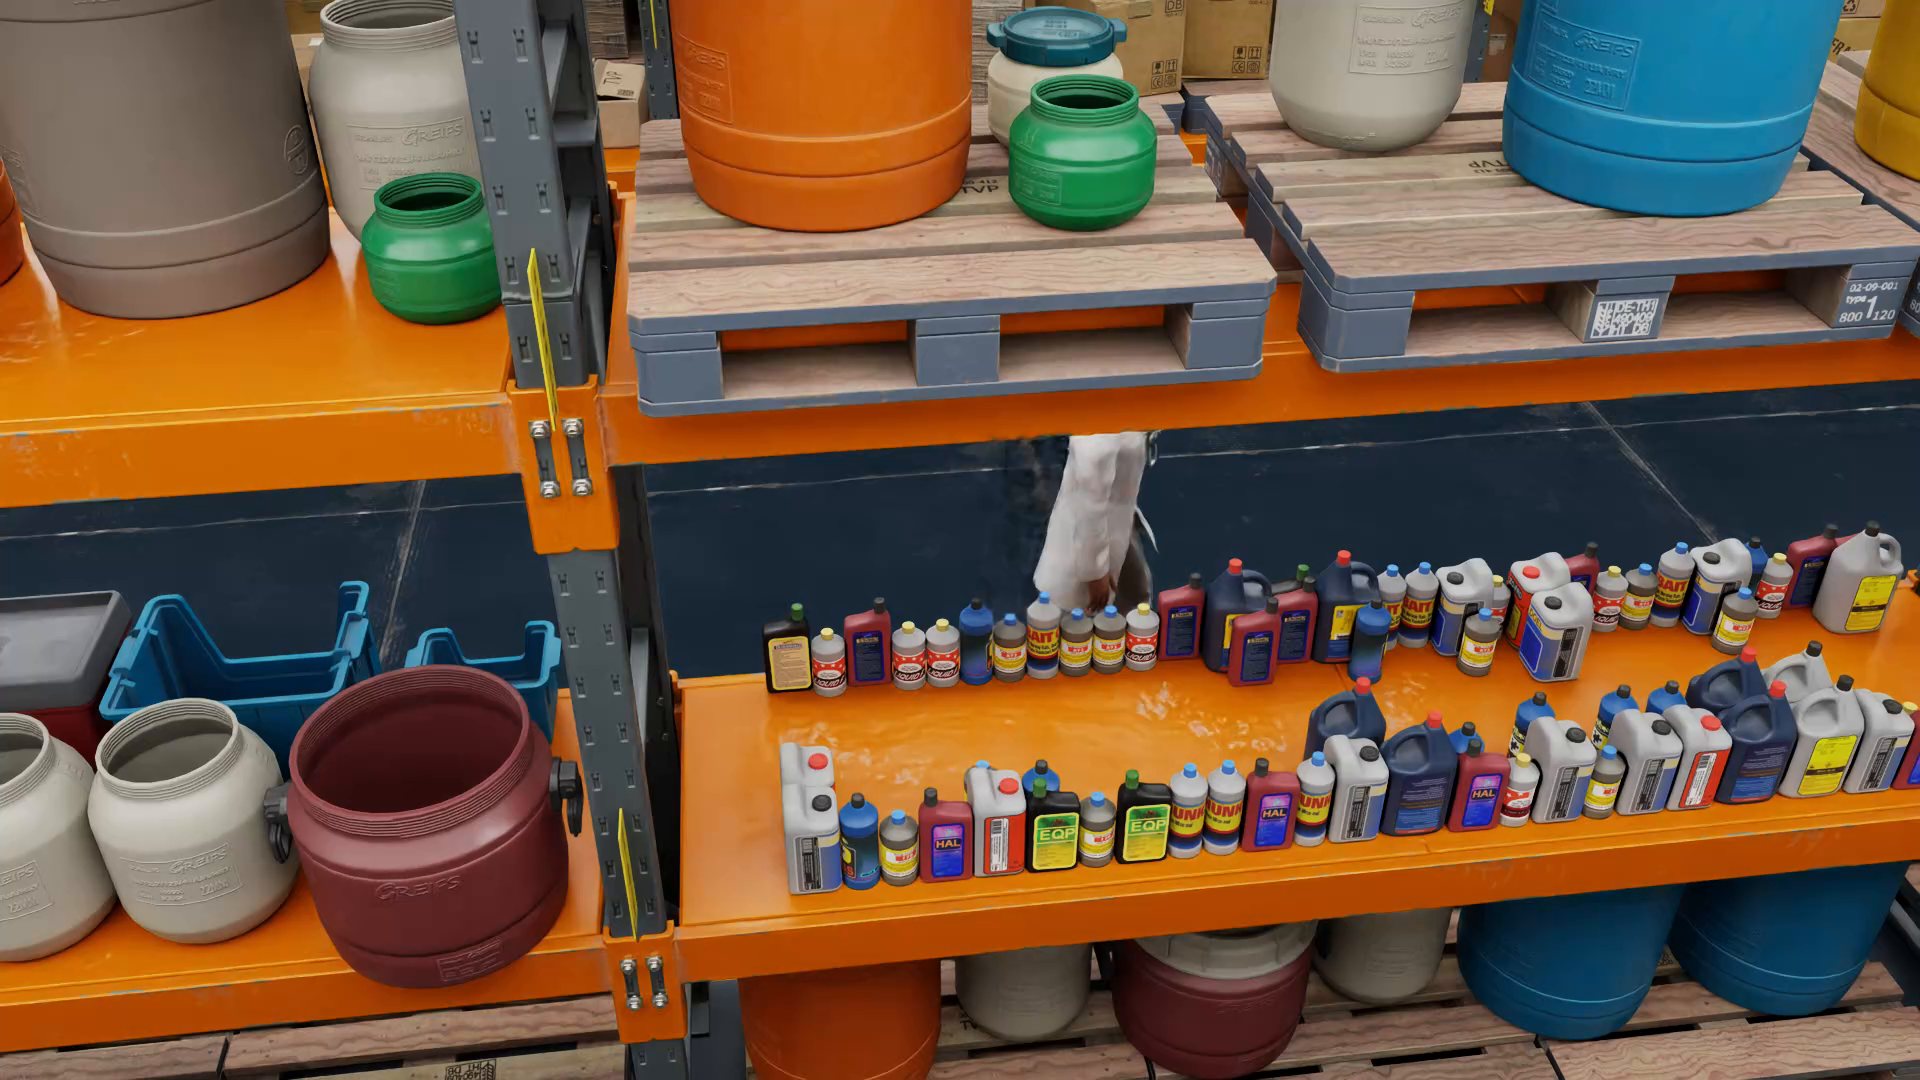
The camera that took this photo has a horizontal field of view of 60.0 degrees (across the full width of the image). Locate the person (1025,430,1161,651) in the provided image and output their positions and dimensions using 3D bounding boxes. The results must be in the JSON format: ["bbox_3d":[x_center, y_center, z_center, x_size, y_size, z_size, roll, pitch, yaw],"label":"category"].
[{"bbox_3d":[0.537,-0.025,6.158,0.768,1.765,0.614,7,35,10],"label":"person"}]
